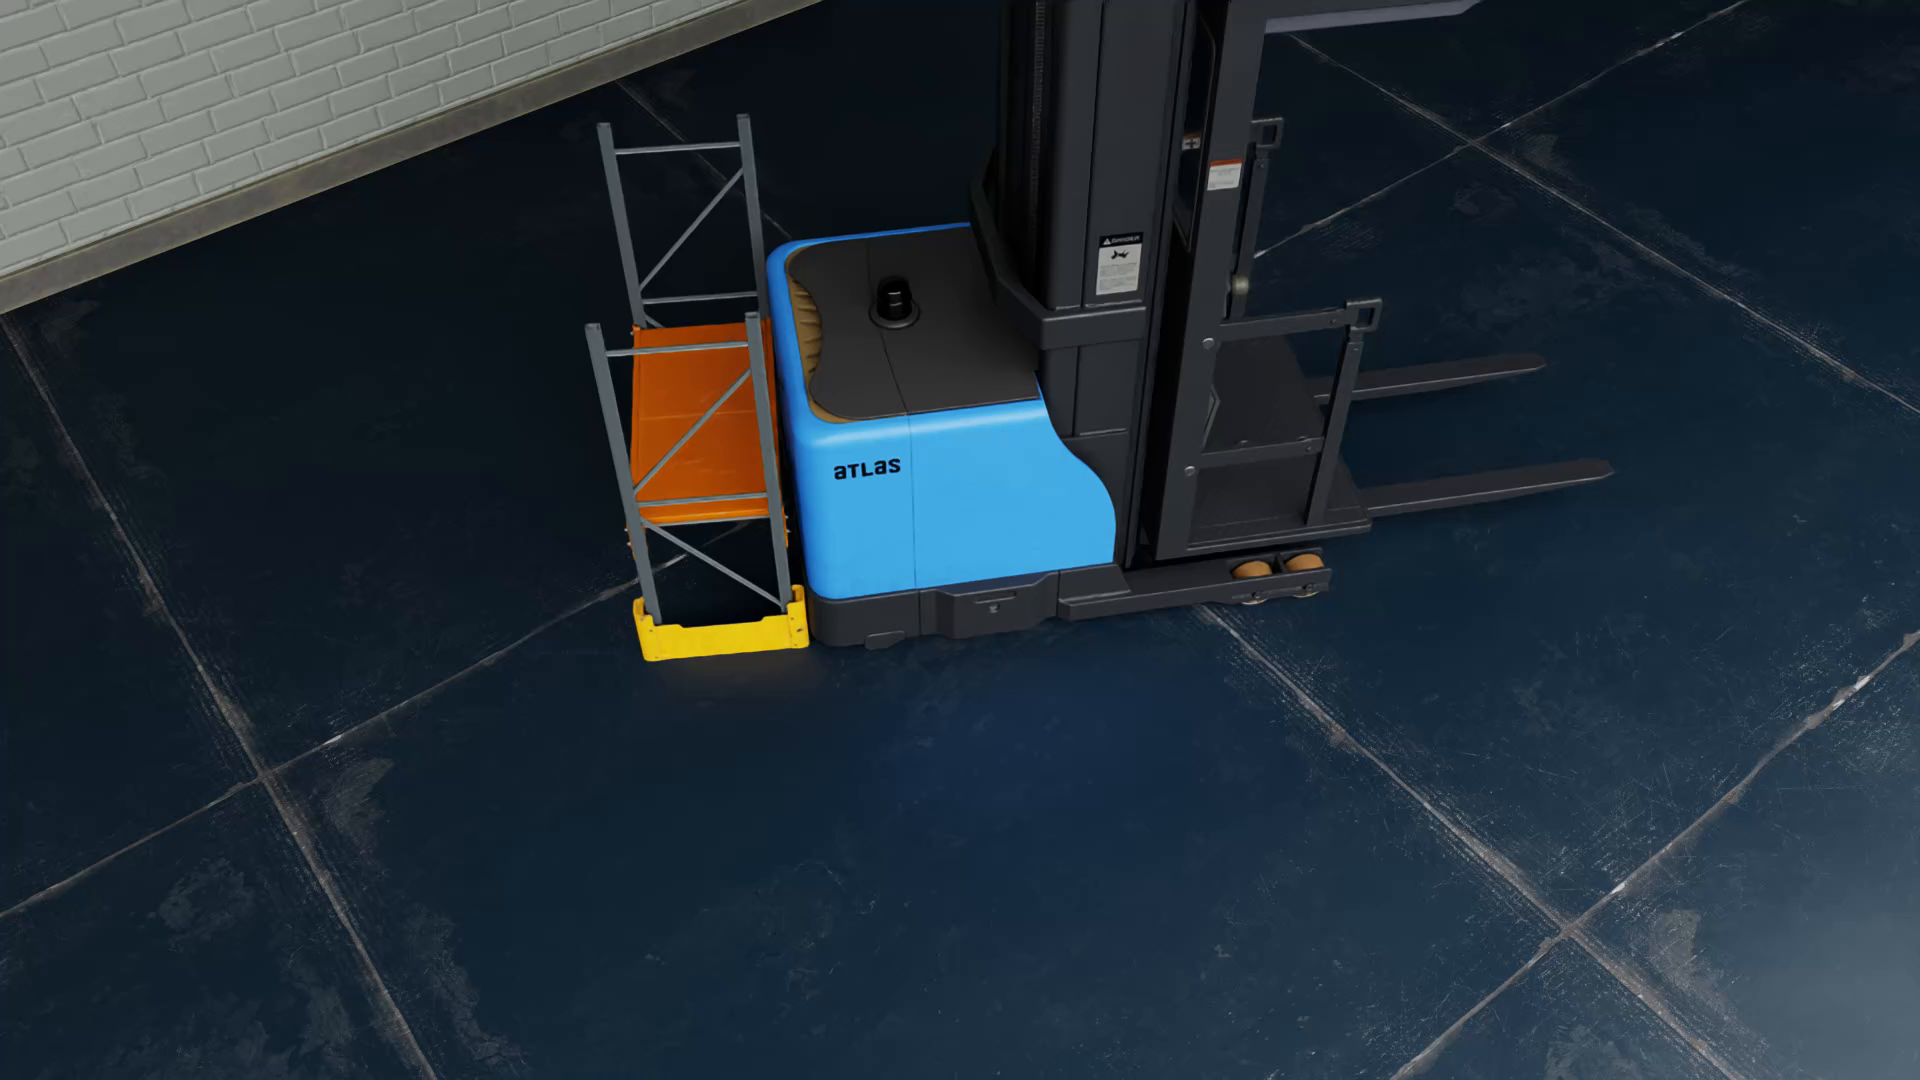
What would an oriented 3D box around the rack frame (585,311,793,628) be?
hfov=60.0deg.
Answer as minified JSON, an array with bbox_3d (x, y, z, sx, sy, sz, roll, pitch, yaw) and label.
[{"bbox_3d":[-0.829,-0.128,5.354,0.500,1.500,0.032,-5,48,-4],"label":"rack frame"}]

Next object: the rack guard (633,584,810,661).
[{"bbox_3d":[-0.829,0.291,5.818,0.587,0.250,0.087,-5,48,-4],"label":"rack guard"}]

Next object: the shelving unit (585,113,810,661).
[{"bbox_3d":[-0.885,-0.496,5.687,0.587,1.500,1.083,-5,48,-4],"label":"shelving unit"}]

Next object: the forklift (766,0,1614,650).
[{"bbox_3d":[0.884,-1.130,5.296,3.031,2.935,1.130,-8,48,-7],"label":"forklift"}]

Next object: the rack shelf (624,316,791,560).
[{"bbox_3d":[-0.886,-0.382,5.826,0.538,0.185,1.000,-5,48,-4],"label":"rack shelf"}]

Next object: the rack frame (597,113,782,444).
[{"bbox_3d":[-0.943,-0.877,6.032,0.500,1.500,0.032,-5,48,-4],"label":"rack frame"}]
